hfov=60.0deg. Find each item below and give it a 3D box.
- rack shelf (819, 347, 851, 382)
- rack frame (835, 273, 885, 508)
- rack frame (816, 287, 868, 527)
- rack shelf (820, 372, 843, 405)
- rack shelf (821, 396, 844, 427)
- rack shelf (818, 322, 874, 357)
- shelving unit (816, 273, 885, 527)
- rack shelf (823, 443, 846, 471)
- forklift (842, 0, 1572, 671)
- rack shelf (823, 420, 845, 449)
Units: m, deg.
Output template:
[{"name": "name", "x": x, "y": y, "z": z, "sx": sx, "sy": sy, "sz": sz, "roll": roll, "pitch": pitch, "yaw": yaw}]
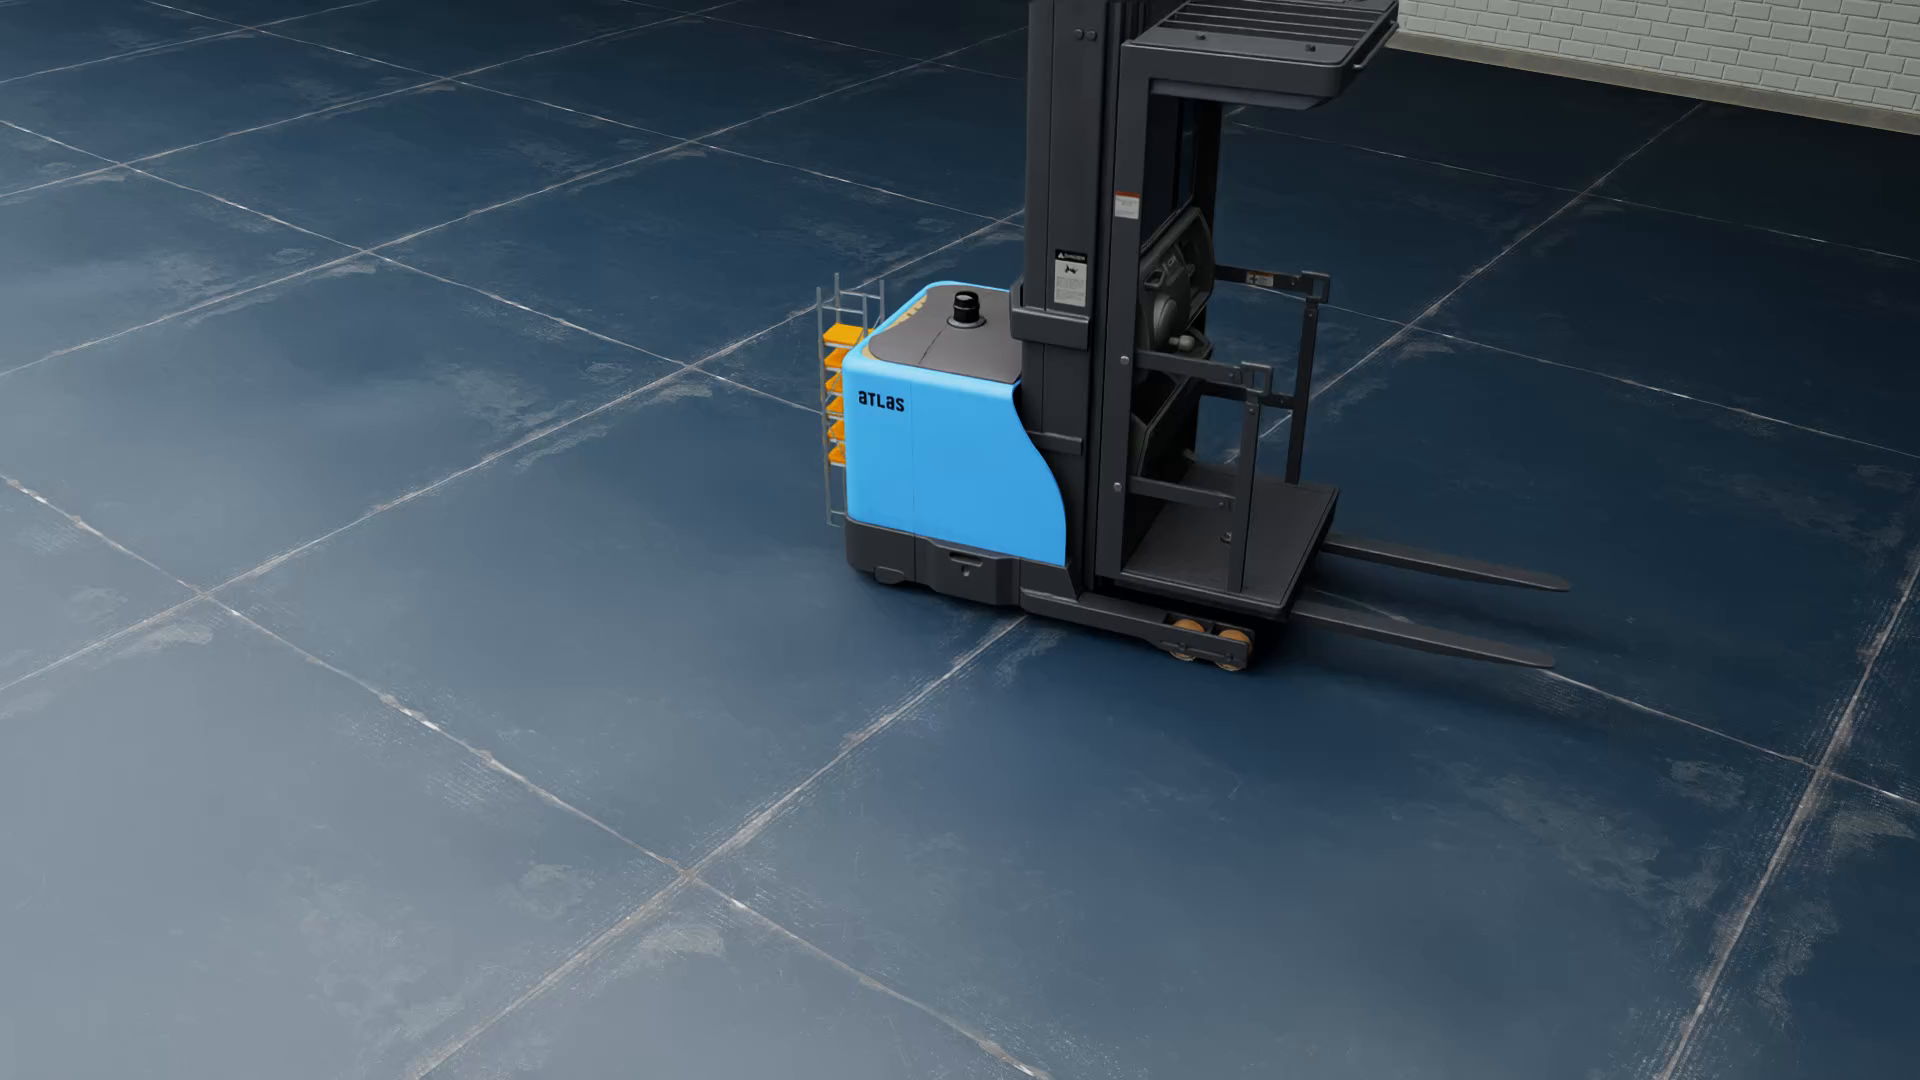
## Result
[{"name": "rack shelf", "x": -0.480, "y": -0.775, "z": 7.498, "sx": 0.258, "sy": 0.103, "sz": 0.180, "roll": 11, "pitch": 33, "yaw": 19}, {"name": "rack frame", "x": -0.446, "y": -0.651, "z": 7.671, "sx": 0.240, "sy": 1.200, "sz": 0.006, "roll": 11, "pitch": 33, "yaw": 19}, {"name": "rack frame", "x": -0.514, "y": -0.564, "z": 7.525, "sx": 0.240, "sy": 1.200, "sz": 0.006, "roll": 11, "pitch": 33, "yaw": 19}, {"name": "rack shelf", "x": -0.480, "y": -0.672, "z": 7.559, "sx": 0.258, "sy": 0.103, "sz": 0.180, "roll": 11, "pitch": 33, "yaw": 19}, {"name": "rack shelf", "x": -0.480, "y": -0.569, "z": 7.620, "sx": 0.258, "sy": 0.103, "sz": 0.180, "roll": 11, "pitch": 33, "yaw": 19}, {"name": "rack shelf", "x": -0.480, "y": -0.879, "z": 7.437, "sx": 0.258, "sy": 0.103, "sz": 0.180, "roll": 11, "pitch": 33, "yaw": 19}, {"name": "shelving unit", "x": -0.480, "y": -0.607, "z": 7.598, "sx": 0.258, "sy": 1.200, "sz": 0.189, "roll": 11, "pitch": 33, "yaw": 19}, {"name": "rack shelf", "x": -0.480, "y": -0.363, "z": 7.743, "sx": 0.258, "sy": 0.103, "sz": 0.180, "roll": 11, "pitch": 33, "yaw": 19}, {"name": "forklift", "x": 1.055, "y": -1.031, "z": 6.616, "sx": 3.031, "sy": 2.935, "sz": 1.130, "roll": 12, "pitch": 33, "yaw": 20}, {"name": "rack shelf", "x": -0.480, "y": -0.466, "z": 7.682, "sx": 0.258, "sy": 0.103, "sz": 0.180, "roll": 11, "pitch": 33, "yaw": 19}]
